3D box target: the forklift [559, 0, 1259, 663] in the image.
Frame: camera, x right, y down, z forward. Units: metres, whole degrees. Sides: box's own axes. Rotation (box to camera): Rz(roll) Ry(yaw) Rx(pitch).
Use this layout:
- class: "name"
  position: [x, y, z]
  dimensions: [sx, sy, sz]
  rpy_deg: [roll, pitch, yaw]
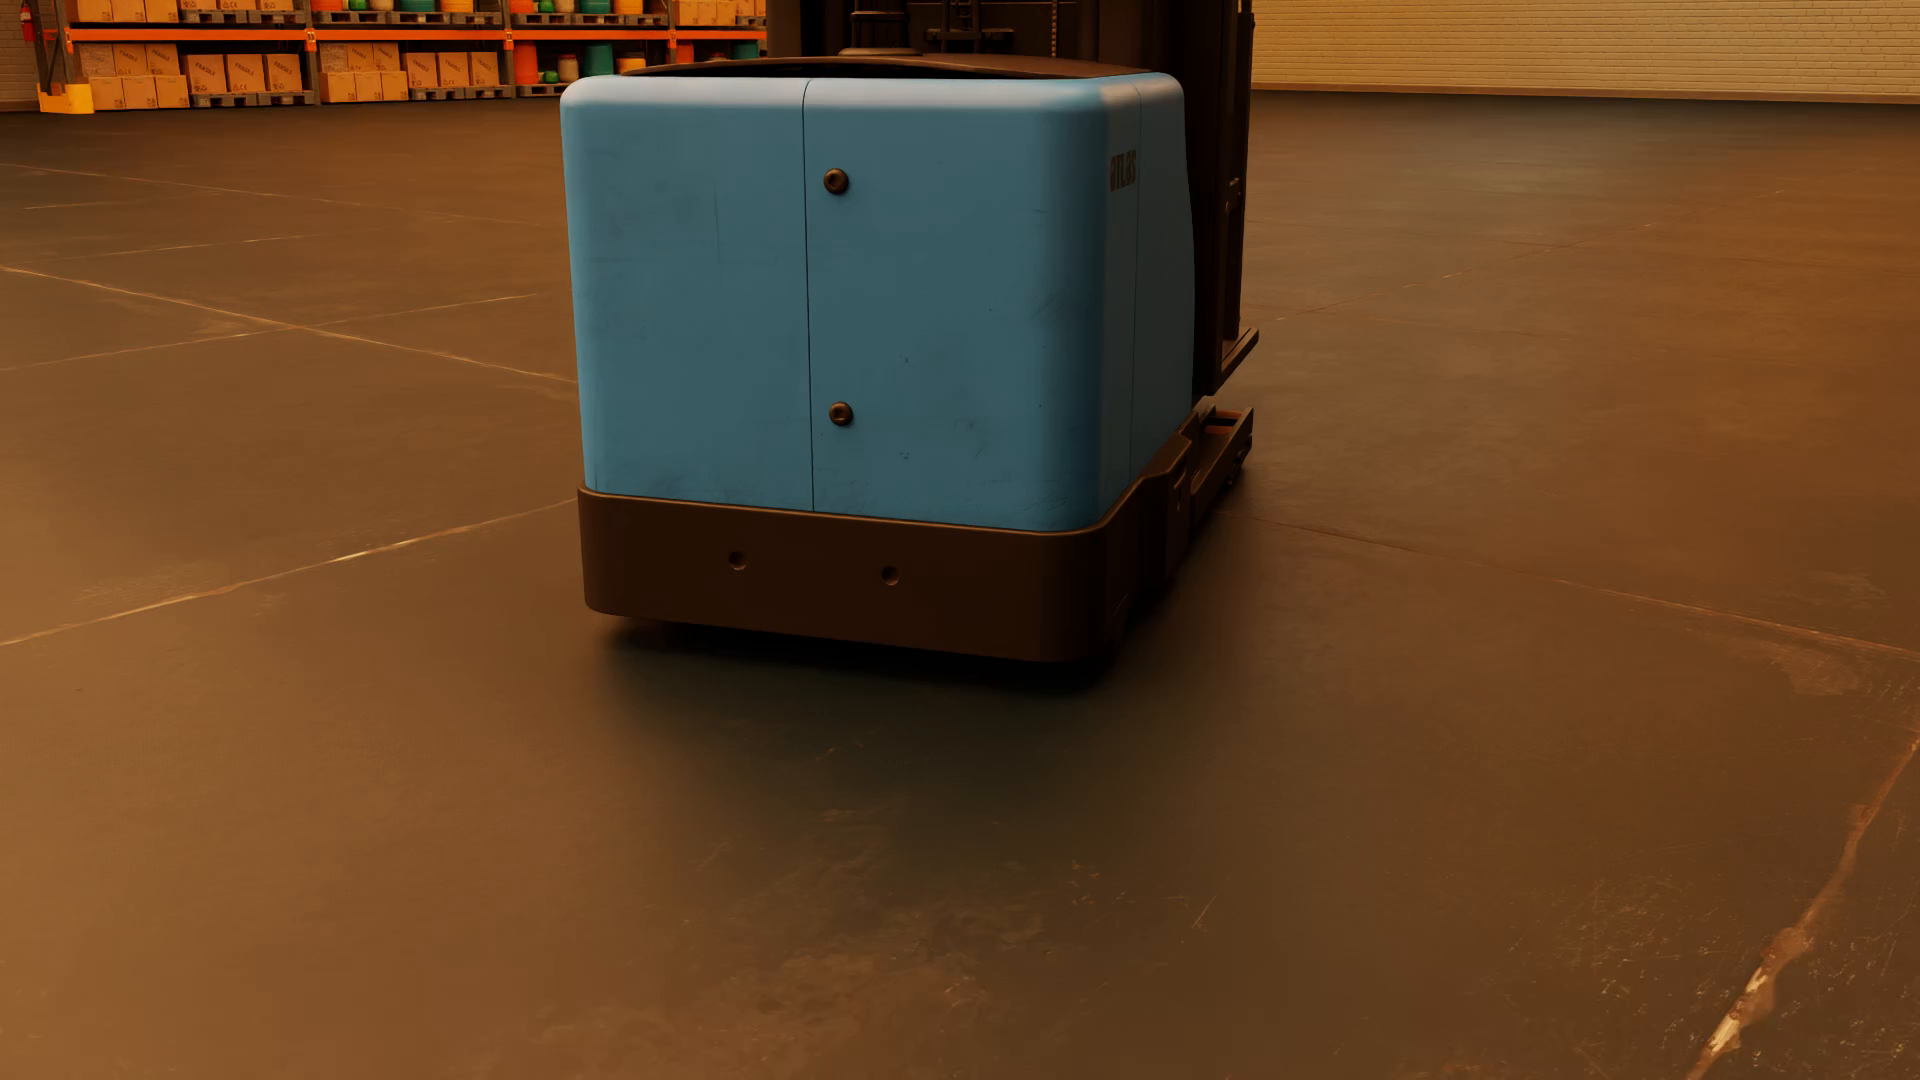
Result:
- class: "forklift"
  position: [0.182, -1.571, 4.072]
  dimensions: [1.130, 2.935, 3.031]
  rpy_deg: [5, 18, 17]
